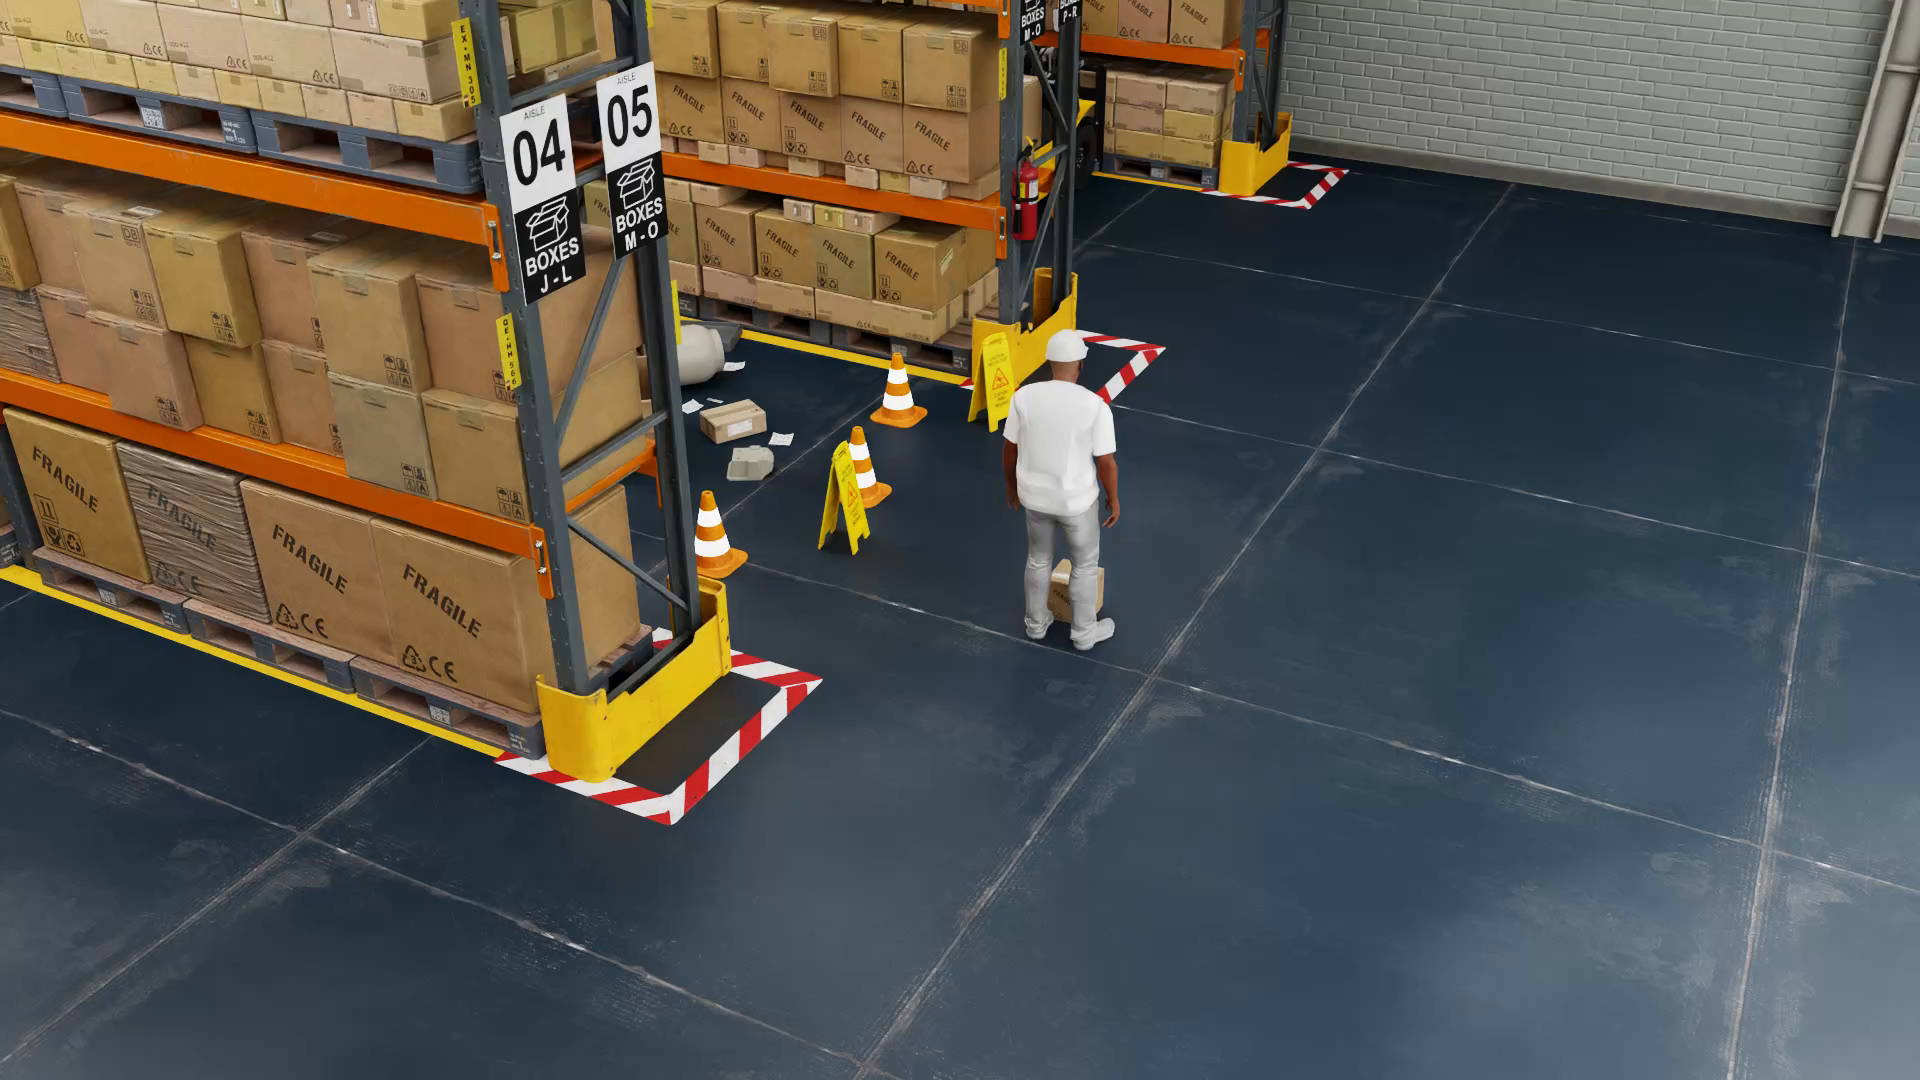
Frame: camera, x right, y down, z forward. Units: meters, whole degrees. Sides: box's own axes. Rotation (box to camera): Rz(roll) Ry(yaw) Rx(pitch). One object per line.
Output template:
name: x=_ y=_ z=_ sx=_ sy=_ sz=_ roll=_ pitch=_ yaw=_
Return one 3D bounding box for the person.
person: x=0.547 y=-0.252 z=8.714 sx=0.630 sy=1.760 sz=0.459 roll=13 pitch=32 yaw=21
